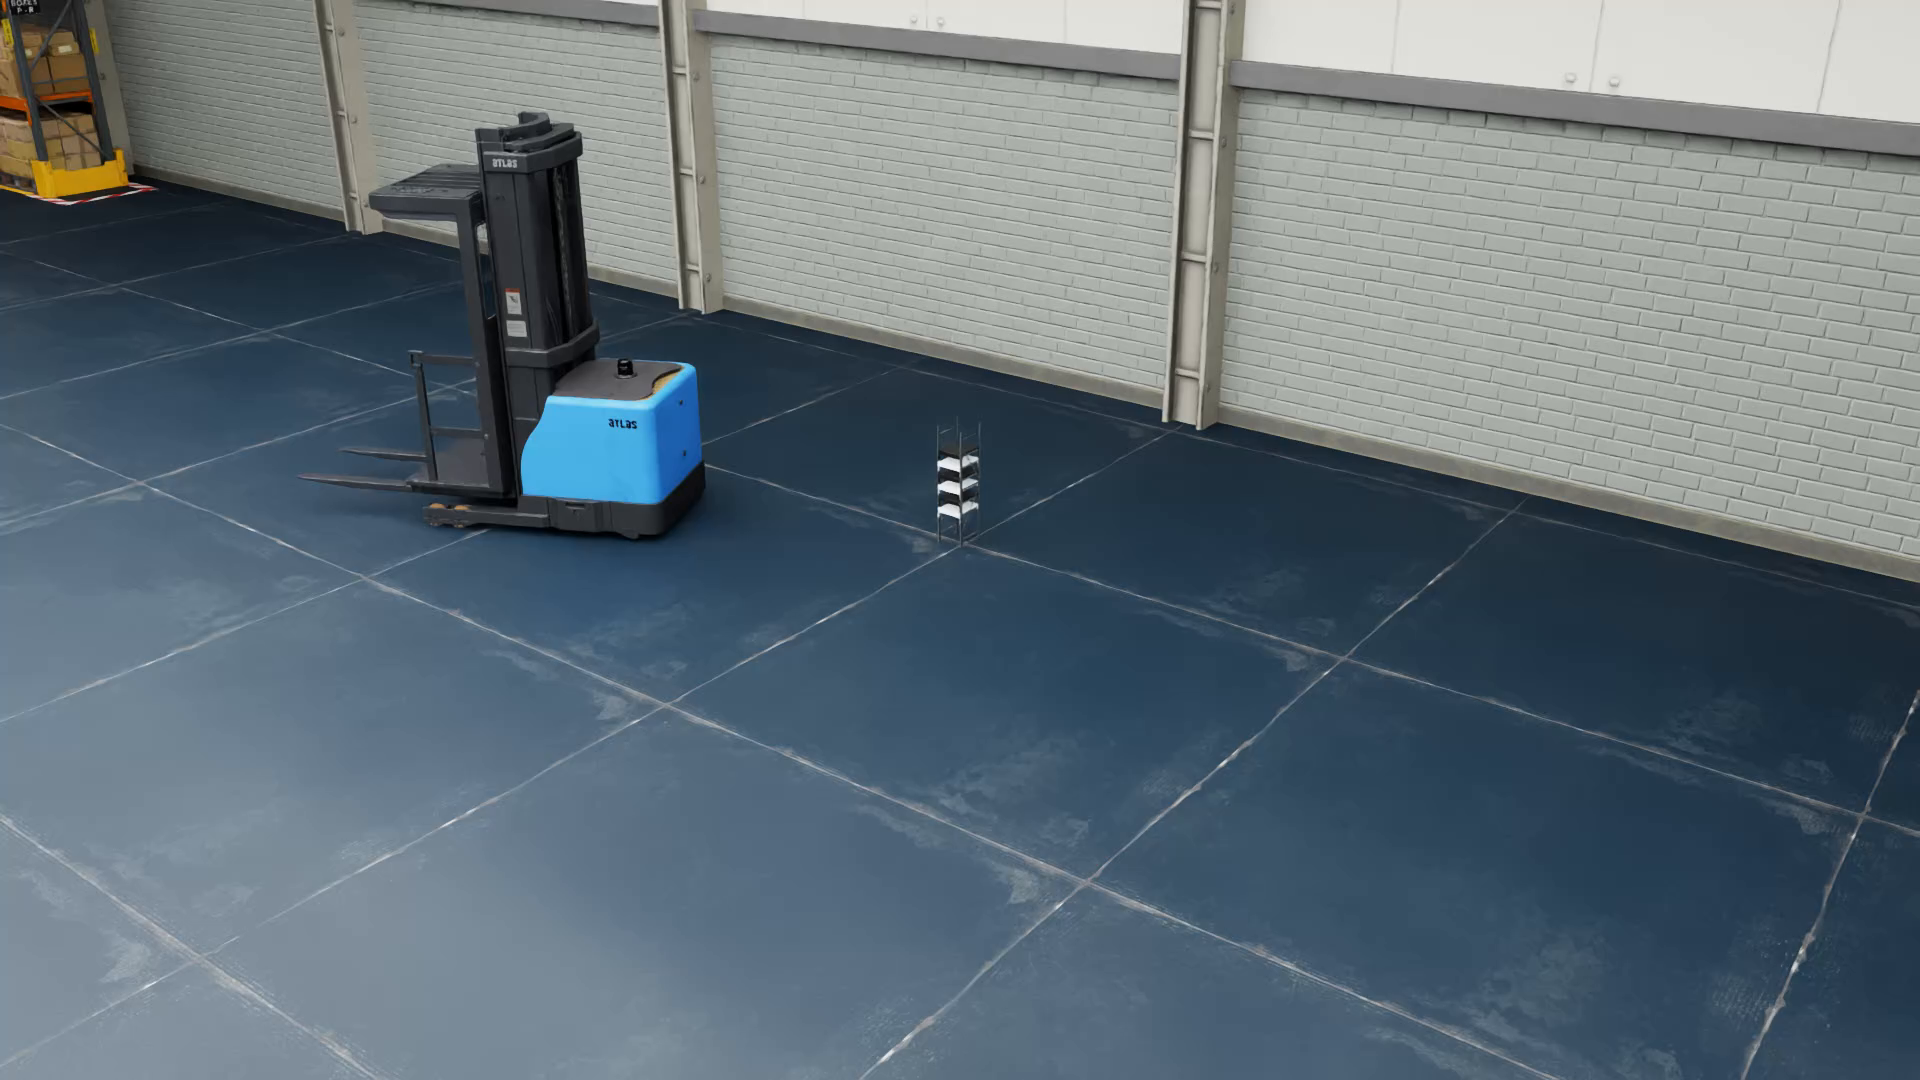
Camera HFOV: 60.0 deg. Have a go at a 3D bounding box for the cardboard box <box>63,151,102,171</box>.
[{"bbox_3d":[-12.640,-5.428,23.739,0.500,0.250,0.500,17,29,34],"label":"cardboard box"}]

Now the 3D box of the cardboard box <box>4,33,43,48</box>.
[{"bbox_3d":[-12.777,-6.810,22.688,0.250,0.149,0.380,17,29,33],"label":"cardboard box"}]

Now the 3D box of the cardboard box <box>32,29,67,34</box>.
[{"bbox_3d":[-12.680,-7.026,23.179,0.250,0.149,0.380,18,29,35],"label":"cardboard box"}]

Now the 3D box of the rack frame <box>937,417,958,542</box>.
[{"bbox_3d":[-0.088,-0.438,12.129,0.006,0.900,0.240,17,29,33],"label":"rack frame"}]

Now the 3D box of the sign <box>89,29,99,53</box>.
[{"bbox_3d":[-12.026,-6.923,23.070,0.005,0.325,0.100,17,29,33],"label":"sign"}]

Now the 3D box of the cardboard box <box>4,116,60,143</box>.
[{"bbox_3d":[-12.919,-5.715,23.149,0.500,0.250,0.500,18,29,35],"label":"cardboard box"}]

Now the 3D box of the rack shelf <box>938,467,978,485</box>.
[{"bbox_3d":[-0.006,-0.466,12.050,0.200,0.077,0.258,17,29,33],"label":"rack shelf"}]

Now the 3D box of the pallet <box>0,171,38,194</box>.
[{"bbox_3d":[-13.001,-5.208,23.808,1.213,0.211,1.003,17,29,33],"label":"pallet"}]

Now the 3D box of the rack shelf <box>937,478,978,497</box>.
[{"bbox_3d":[-0.006,-0.383,12.086,0.200,0.077,0.258,17,29,33],"label":"rack shelf"}]

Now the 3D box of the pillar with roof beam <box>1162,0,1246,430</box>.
[{"bbox_3d":[-0.559,-3.775,9.658,0.400,9.000,9.100,17,29,33],"label":"pillar with roof beam"}]

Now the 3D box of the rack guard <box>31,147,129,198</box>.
[{"bbox_3d":[-12.345,-5.163,23.348,0.348,0.500,1.175,17,29,33],"label":"rack guard"}]

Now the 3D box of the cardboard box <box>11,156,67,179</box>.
[{"bbox_3d":[-12.929,-5.258,23.353,0.500,0.250,0.500,17,29,34],"label":"cardboard box"}]

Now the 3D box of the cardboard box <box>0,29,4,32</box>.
[{"bbox_3d":[-13.373,-6.998,23.116,0.250,0.149,0.380,17,29,34],"label":"cardboard box"}]

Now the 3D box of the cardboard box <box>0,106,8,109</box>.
[{"bbox_3d":[-13.837,-6.252,24.368,0.500,0.250,0.500,16,28,32],"label":"cardboard box"}]

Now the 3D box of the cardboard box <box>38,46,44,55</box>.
[{"bbox_3d":[-12.715,-6.860,23.171,0.250,0.149,0.380,17,29,33],"label":"cardboard box"}]

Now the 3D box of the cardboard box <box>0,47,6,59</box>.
[{"bbox_3d":[-13.032,-6.701,22.810,0.250,0.149,0.380,17,29,34],"label":"cardboard box"}]

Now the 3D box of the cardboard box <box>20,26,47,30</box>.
[{"bbox_3d":[-13.103,-7.140,23.436,0.250,0.149,0.380,17,29,34],"label":"cardboard box"}]

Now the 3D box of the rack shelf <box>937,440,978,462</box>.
[{"bbox_3d":[-0.006,-0.630,11.978,0.200,0.077,0.258,17,29,33],"label":"rack shelf"}]

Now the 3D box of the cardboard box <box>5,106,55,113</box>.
[{"bbox_3d":[-13.431,-6.125,24.081,0.500,0.250,0.500,17,29,33],"label":"cardboard box"}]

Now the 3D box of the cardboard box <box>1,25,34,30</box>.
[{"bbox_3d":[-13.328,-7.195,23.563,0.250,0.149,0.380,18,29,35],"label":"cardboard box"}]

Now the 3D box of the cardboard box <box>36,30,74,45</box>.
[{"bbox_3d":[-12.505,-6.941,22.987,0.250,0.149,0.380,16,28,32],"label":"cardboard box"}]

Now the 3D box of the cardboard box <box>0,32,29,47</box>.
[{"bbox_3d":[-12.993,-6.860,22.801,0.250,0.149,0.380,17,29,33],"label":"cardboard box"}]

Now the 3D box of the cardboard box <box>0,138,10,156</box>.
[{"bbox_3d":[-13.336,-5.617,23.547,0.500,0.250,0.500,16,29,33],"label":"cardboard box"}]

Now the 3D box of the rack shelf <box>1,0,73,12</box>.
[{"bbox_3d":[-13.964,-7.840,23.495,4.000,0.370,1.077,17,29,33],"label":"rack shelf"}]

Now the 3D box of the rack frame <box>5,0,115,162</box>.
[{"bbox_3d":[-12.364,-6.313,22.857,0.127,3.000,1.000,17,29,33],"label":"rack frame"}]

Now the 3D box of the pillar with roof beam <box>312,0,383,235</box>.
[{"bbox_3d":[-10.161,-6.677,16.244,0.400,9.000,9.100,17,29,33],"label":"pillar with roof beam"}]

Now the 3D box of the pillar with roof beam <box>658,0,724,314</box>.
[{"bbox_3d":[-5.360,-5.226,12.951,0.400,9.000,9.100,17,29,33],"label":"pillar with roof beam"}]

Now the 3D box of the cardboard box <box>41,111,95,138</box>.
[{"bbox_3d":[-12.635,-5.881,23.528,0.500,0.250,0.500,16,29,33],"label":"cardboard box"}]

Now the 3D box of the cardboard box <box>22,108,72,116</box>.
[{"bbox_3d":[-13.037,-6.001,23.799,0.500,0.250,0.500,17,29,33],"label":"cardboard box"}]

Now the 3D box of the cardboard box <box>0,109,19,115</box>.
[{"bbox_3d":[-13.741,-5.955,23.695,0.500,0.250,0.500,17,29,34],"label":"cardboard box"}]

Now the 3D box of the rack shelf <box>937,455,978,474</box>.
[{"bbox_3d":[-0.006,-0.548,12.014,0.200,0.077,0.258,17,29,33],"label":"rack shelf"}]

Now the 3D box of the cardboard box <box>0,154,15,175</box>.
[{"bbox_3d":[-13.322,-5.382,23.633,0.500,0.250,0.500,17,29,33],"label":"cardboard box"}]

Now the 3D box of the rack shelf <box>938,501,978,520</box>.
[{"bbox_3d":[-0.006,-0.219,12.159,0.200,0.077,0.258,17,29,33],"label":"rack shelf"}]

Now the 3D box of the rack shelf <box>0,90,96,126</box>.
[{"bbox_3d":[-13.964,-6.467,24.100,4.000,0.370,1.077,17,29,33],"label":"rack shelf"}]

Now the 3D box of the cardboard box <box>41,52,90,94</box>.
[{"bbox_3d":[-12.594,-6.568,23.312,0.500,0.500,0.500,18,29,35],"label":"cardboard box"}]

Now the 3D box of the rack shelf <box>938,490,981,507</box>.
[{"bbox_3d":[-0.006,-0.301,12.123,0.200,0.077,0.258,17,29,33],"label":"rack shelf"}]

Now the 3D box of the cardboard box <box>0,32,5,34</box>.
[{"bbox_3d":[-13.219,-6.914,22.925,0.250,0.149,0.380,18,29,34],"label":"cardboard box"}]

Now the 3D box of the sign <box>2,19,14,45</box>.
[{"bbox_3d":[-12.700,-6.779,22.186,0.005,0.325,0.100,17,29,33],"label":"sign"}]

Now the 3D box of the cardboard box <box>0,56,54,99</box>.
[{"bbox_3d":[-12.915,-6.393,22.915,0.500,0.500,0.500,16,28,32],"label":"cardboard box"}]

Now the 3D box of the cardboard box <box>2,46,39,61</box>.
[{"bbox_3d":[-12.809,-6.649,22.691,0.250,0.149,0.380,17,29,34],"label":"cardboard box"}]

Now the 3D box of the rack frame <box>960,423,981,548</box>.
[{"bbox_3d":[0.075,-0.389,12.017,0.006,0.900,0.240,17,29,33],"label":"rack frame"}]

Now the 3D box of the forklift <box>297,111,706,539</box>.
[{"bbox_3d":[-3.558,-1.633,12.321,3.031,2.935,1.130,5,24,11],"label":"forklift"}]

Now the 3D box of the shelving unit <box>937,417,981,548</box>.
[{"bbox_3d":[-0.006,-0.414,12.073,0.210,0.900,0.258,17,29,33],"label":"shelving unit"}]

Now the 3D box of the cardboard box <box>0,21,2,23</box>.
[{"bbox_3d":[-13.939,-7.388,23.999,0.250,0.149,0.380,18,29,35],"label":"cardboard box"}]

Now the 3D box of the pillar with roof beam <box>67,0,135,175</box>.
[{"bbox_3d":[-14.962,-8.128,19.537,0.400,9.000,9.100,17,29,33],"label":"pillar with roof beam"}]

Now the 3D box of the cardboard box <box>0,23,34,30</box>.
[{"bbox_3d":[-13.479,-7.291,23.779,0.250,0.149,0.380,16,28,32],"label":"cardboard box"}]

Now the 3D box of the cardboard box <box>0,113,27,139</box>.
[{"bbox_3d":[-13.332,-5.836,23.425,0.500,0.250,0.500,17,29,34],"label":"cardboard box"}]

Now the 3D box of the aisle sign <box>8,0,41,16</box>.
[{"bbox_3d":[-12.488,-7.392,22.082,0.004,0.787,0.394,17,29,33],"label":"aisle sign"}]

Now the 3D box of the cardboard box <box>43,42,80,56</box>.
[{"bbox_3d":[-12.480,-6.821,23.082,0.250,0.149,0.380,16,28,32],"label":"cardboard box"}]

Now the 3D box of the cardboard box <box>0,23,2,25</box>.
[{"bbox_3d":[-13.725,-7.325,23.857,0.250,0.149,0.380,17,29,34],"label":"cardboard box"}]

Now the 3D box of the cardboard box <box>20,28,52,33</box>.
[{"bbox_3d":[-12.913,-7.075,23.290,0.250,0.149,0.380,17,29,34],"label":"cardboard box"}]

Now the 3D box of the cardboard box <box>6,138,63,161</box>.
[{"bbox_3d":[-12.941,-5.492,23.264,0.500,0.250,0.500,16,29,33],"label":"cardboard box"}]

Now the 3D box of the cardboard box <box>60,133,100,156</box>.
[{"bbox_3d":[-12.616,-5.656,23.636,0.500,0.250,0.500,17,29,34],"label":"cardboard box"}]
